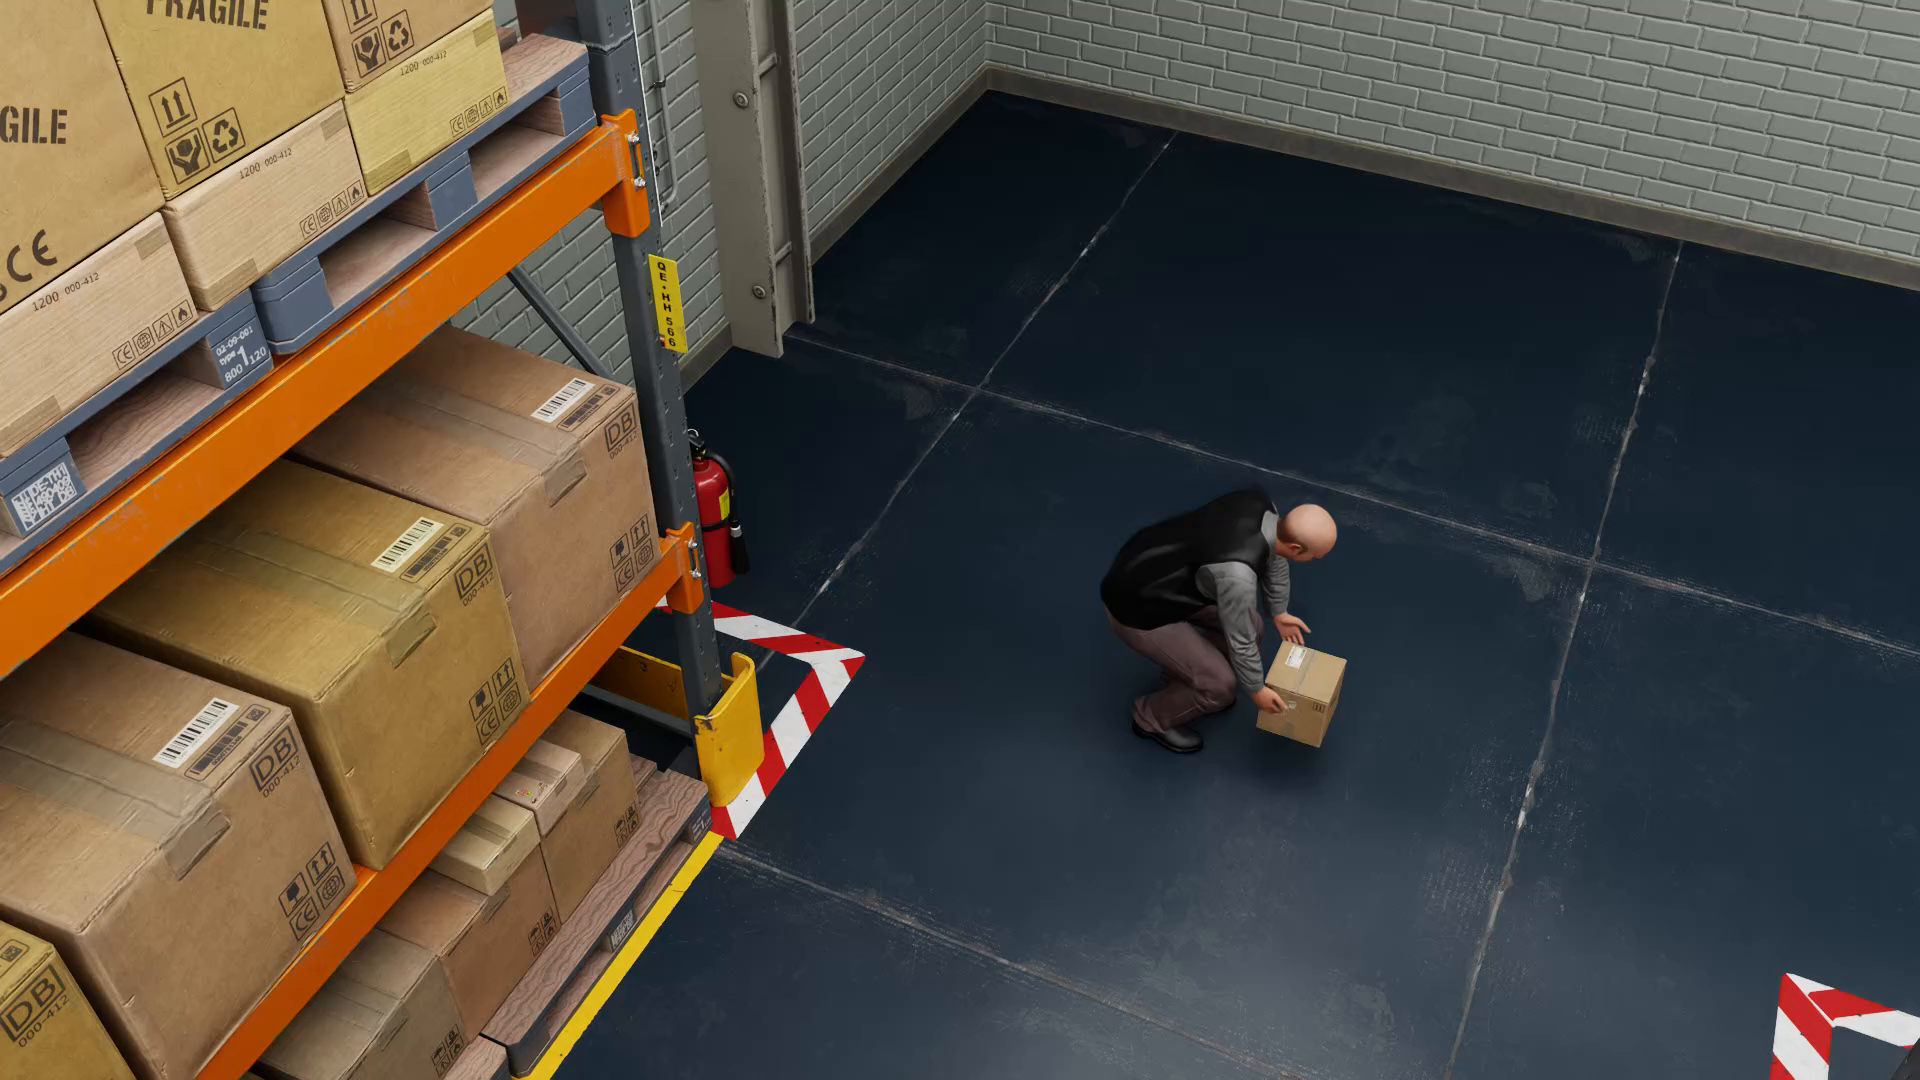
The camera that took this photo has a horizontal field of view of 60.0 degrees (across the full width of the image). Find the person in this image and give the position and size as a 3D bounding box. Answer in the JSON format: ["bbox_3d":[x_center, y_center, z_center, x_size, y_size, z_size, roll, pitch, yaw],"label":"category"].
[{"bbox_3d":[0.955,0.257,6.300,0.804,1.179,0.575,17,45,18],"label":"person"}]
